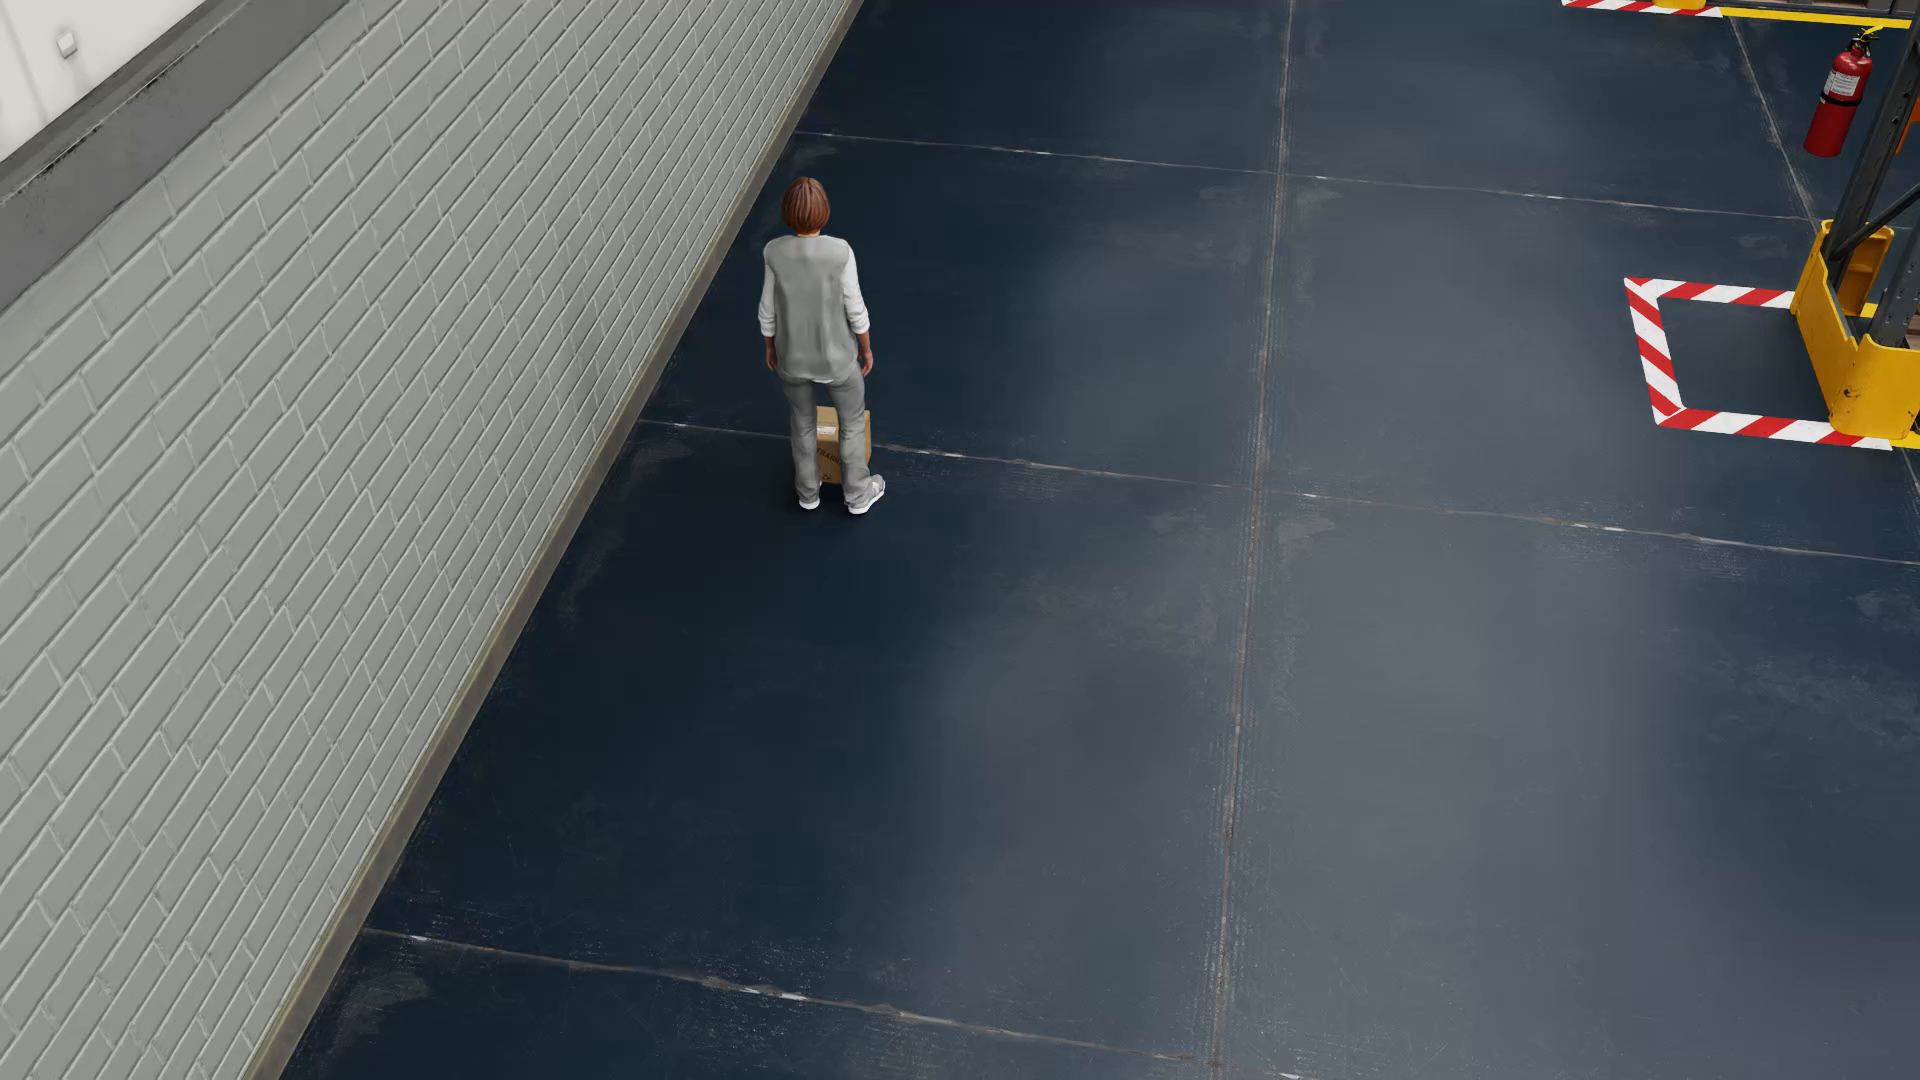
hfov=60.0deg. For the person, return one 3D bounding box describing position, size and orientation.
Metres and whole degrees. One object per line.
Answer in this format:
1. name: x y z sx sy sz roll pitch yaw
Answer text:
1. person: -0.598 -0.783 7.063 0.485 1.593 0.346 4 41 5
